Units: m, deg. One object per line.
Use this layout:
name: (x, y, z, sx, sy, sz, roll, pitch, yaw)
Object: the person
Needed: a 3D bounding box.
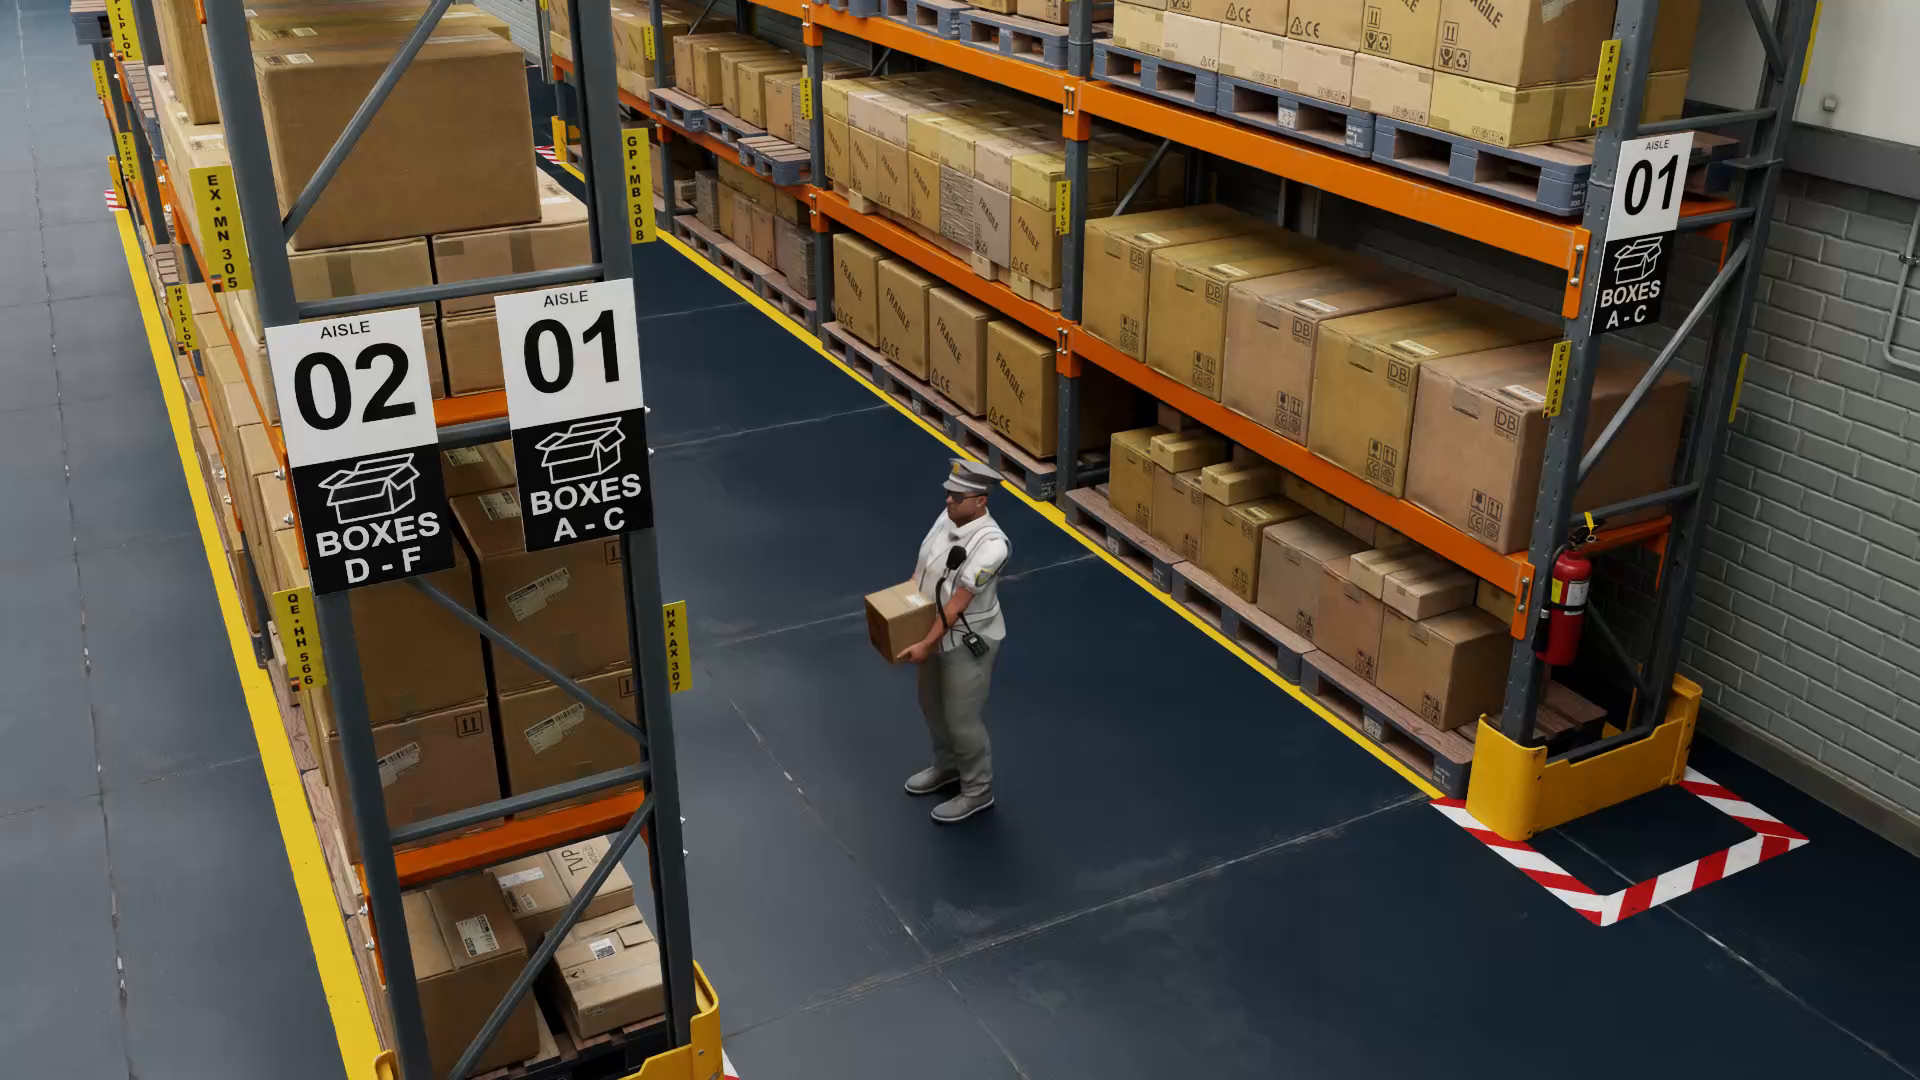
person: (-0.081, 0.460, 7.615, 0.563, 1.767, 0.494, -12, 28, -24)
